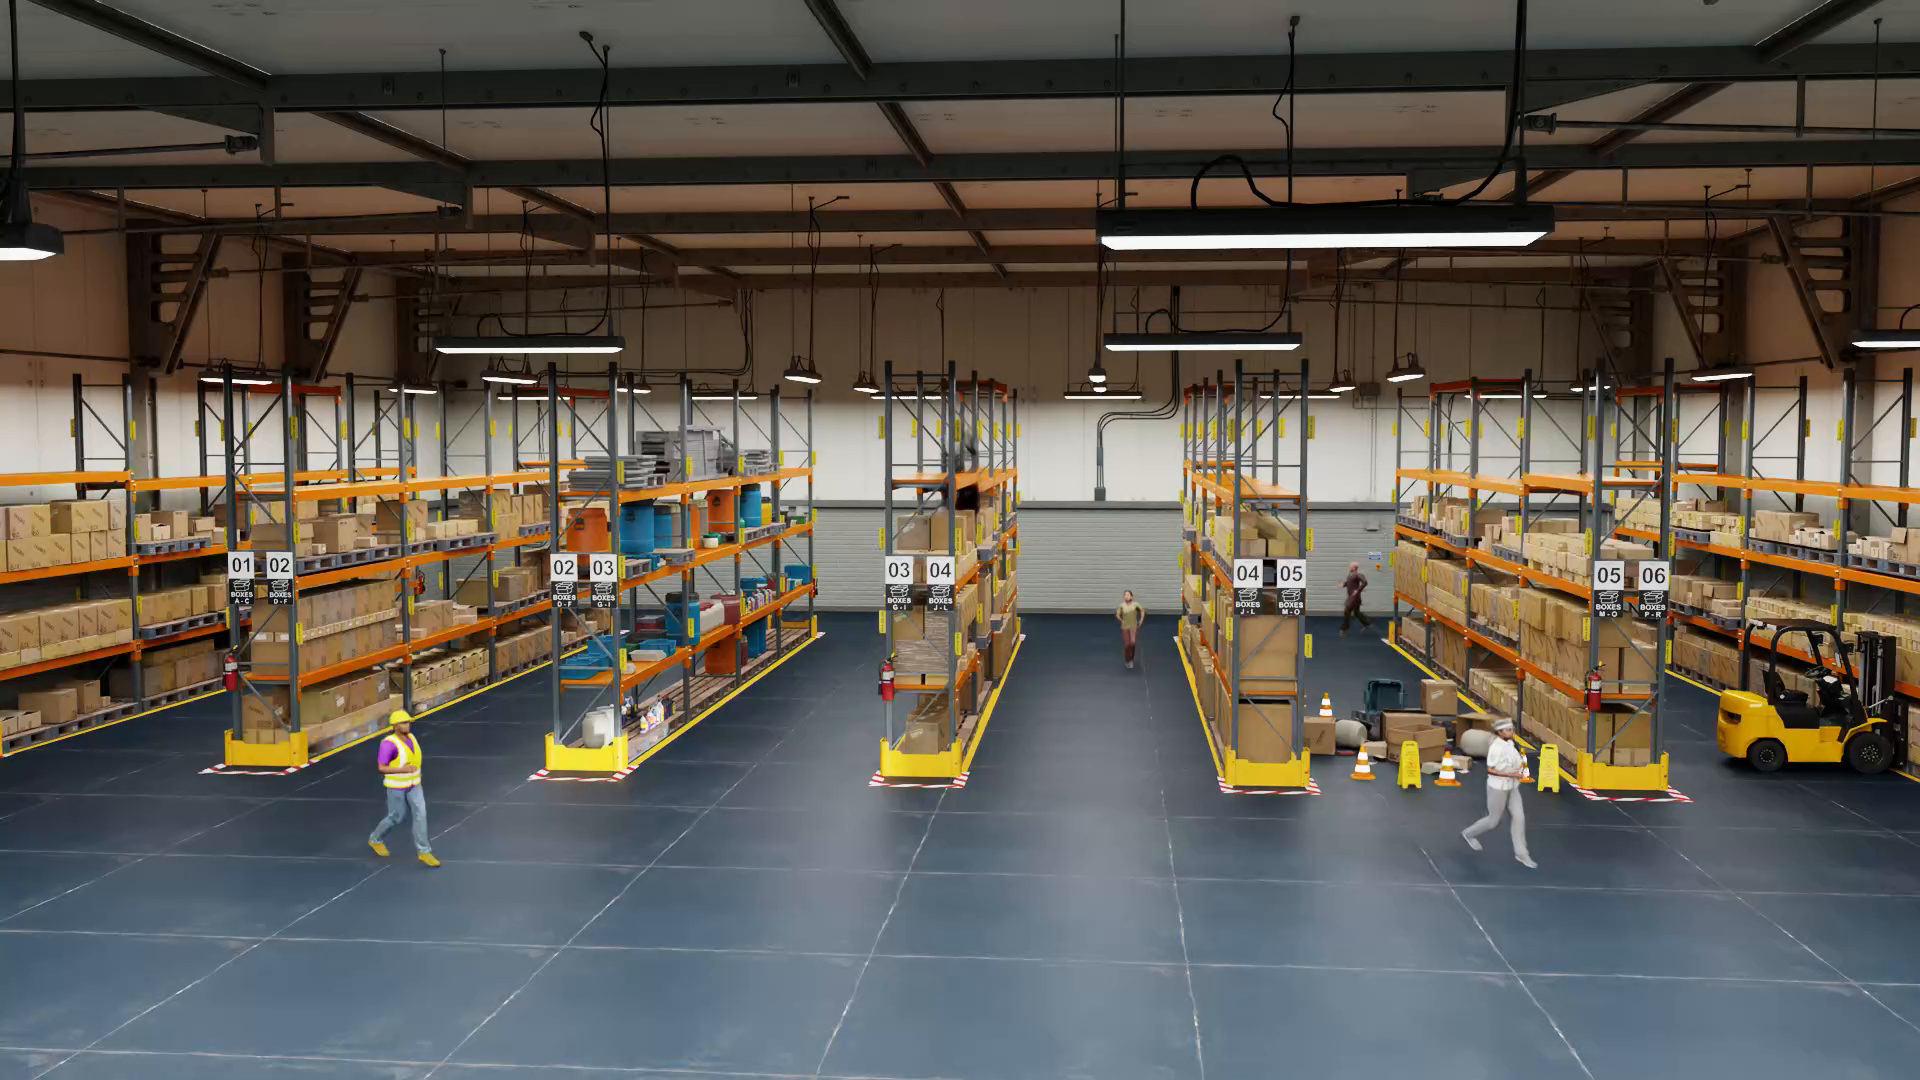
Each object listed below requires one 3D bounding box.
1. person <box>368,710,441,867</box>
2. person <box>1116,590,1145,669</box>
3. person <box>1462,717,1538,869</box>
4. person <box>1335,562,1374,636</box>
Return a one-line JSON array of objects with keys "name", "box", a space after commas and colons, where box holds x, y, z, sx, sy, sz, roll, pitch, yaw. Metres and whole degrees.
[{"name": "person", "box": [-6.425, 2.846, 19.134, 0.957, 1.788, 0.694, 2, 4, 26]}, {"name": "person", "box": [3.572, 1.881, 35.047, 0.585, 1.649, 0.657, 1, 4, 13]}, {"name": "person", "box": [6.266, 2.886, 19.254, 0.579, 1.712, 0.924, -3, 5, -39]}, {"name": "person", "box": [9.630, 1.449, 40.526, 0.953, 1.835, 0.712, 0, 4, 6]}]
